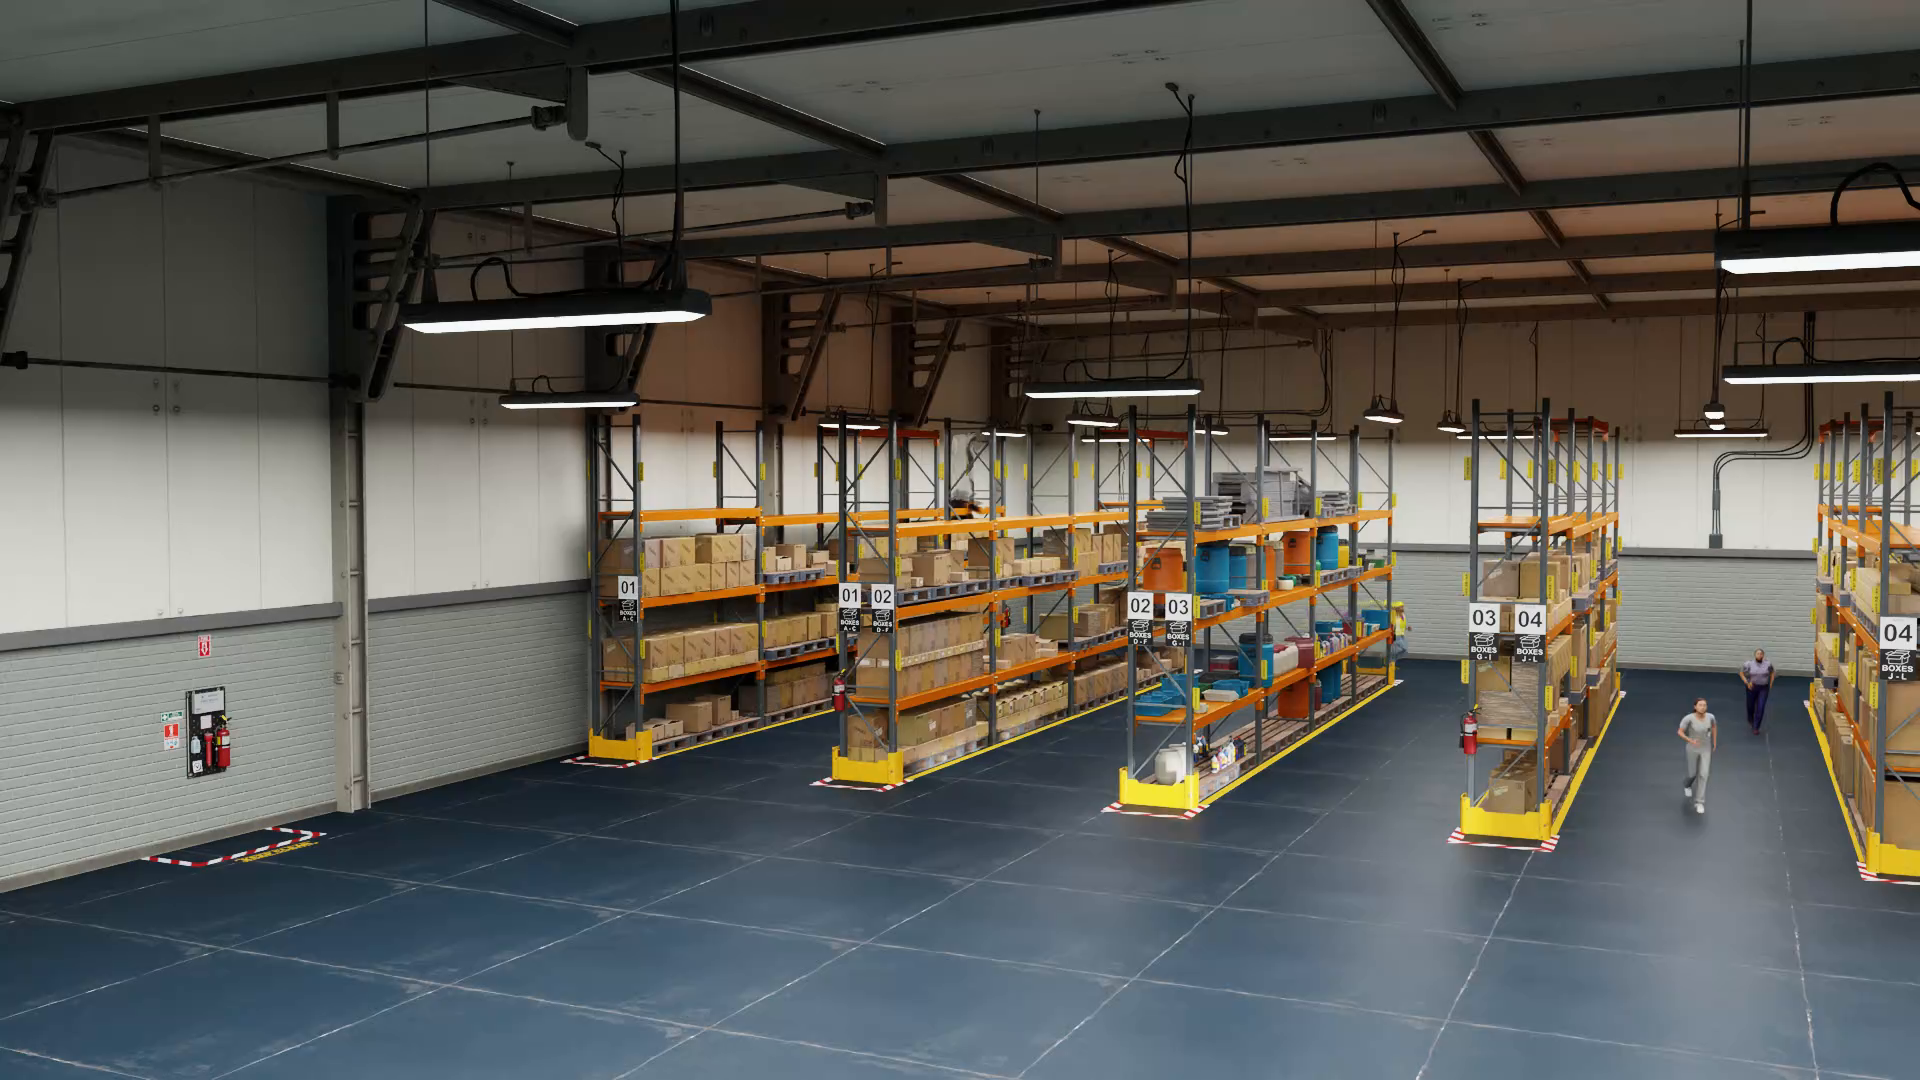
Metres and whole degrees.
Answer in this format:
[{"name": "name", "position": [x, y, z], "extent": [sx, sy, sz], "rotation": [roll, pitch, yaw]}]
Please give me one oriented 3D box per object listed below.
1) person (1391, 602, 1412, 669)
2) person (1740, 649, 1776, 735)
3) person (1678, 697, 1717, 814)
[{"name": "person", "position": [11.080, 2.411, 41.986], "extent": [0.589, 1.718, 0.702], "rotation": [2, 3, 43]}, {"name": "person", "position": [15.336, 2.894, 31.976], "extent": [0.631, 1.636, 0.800], "rotation": [1, 2, 20]}, {"name": "person", "position": [10.973, 3.154, 24.737], "extent": [0.587, 1.664, 0.990], "rotation": [0, 2, 8]}]
